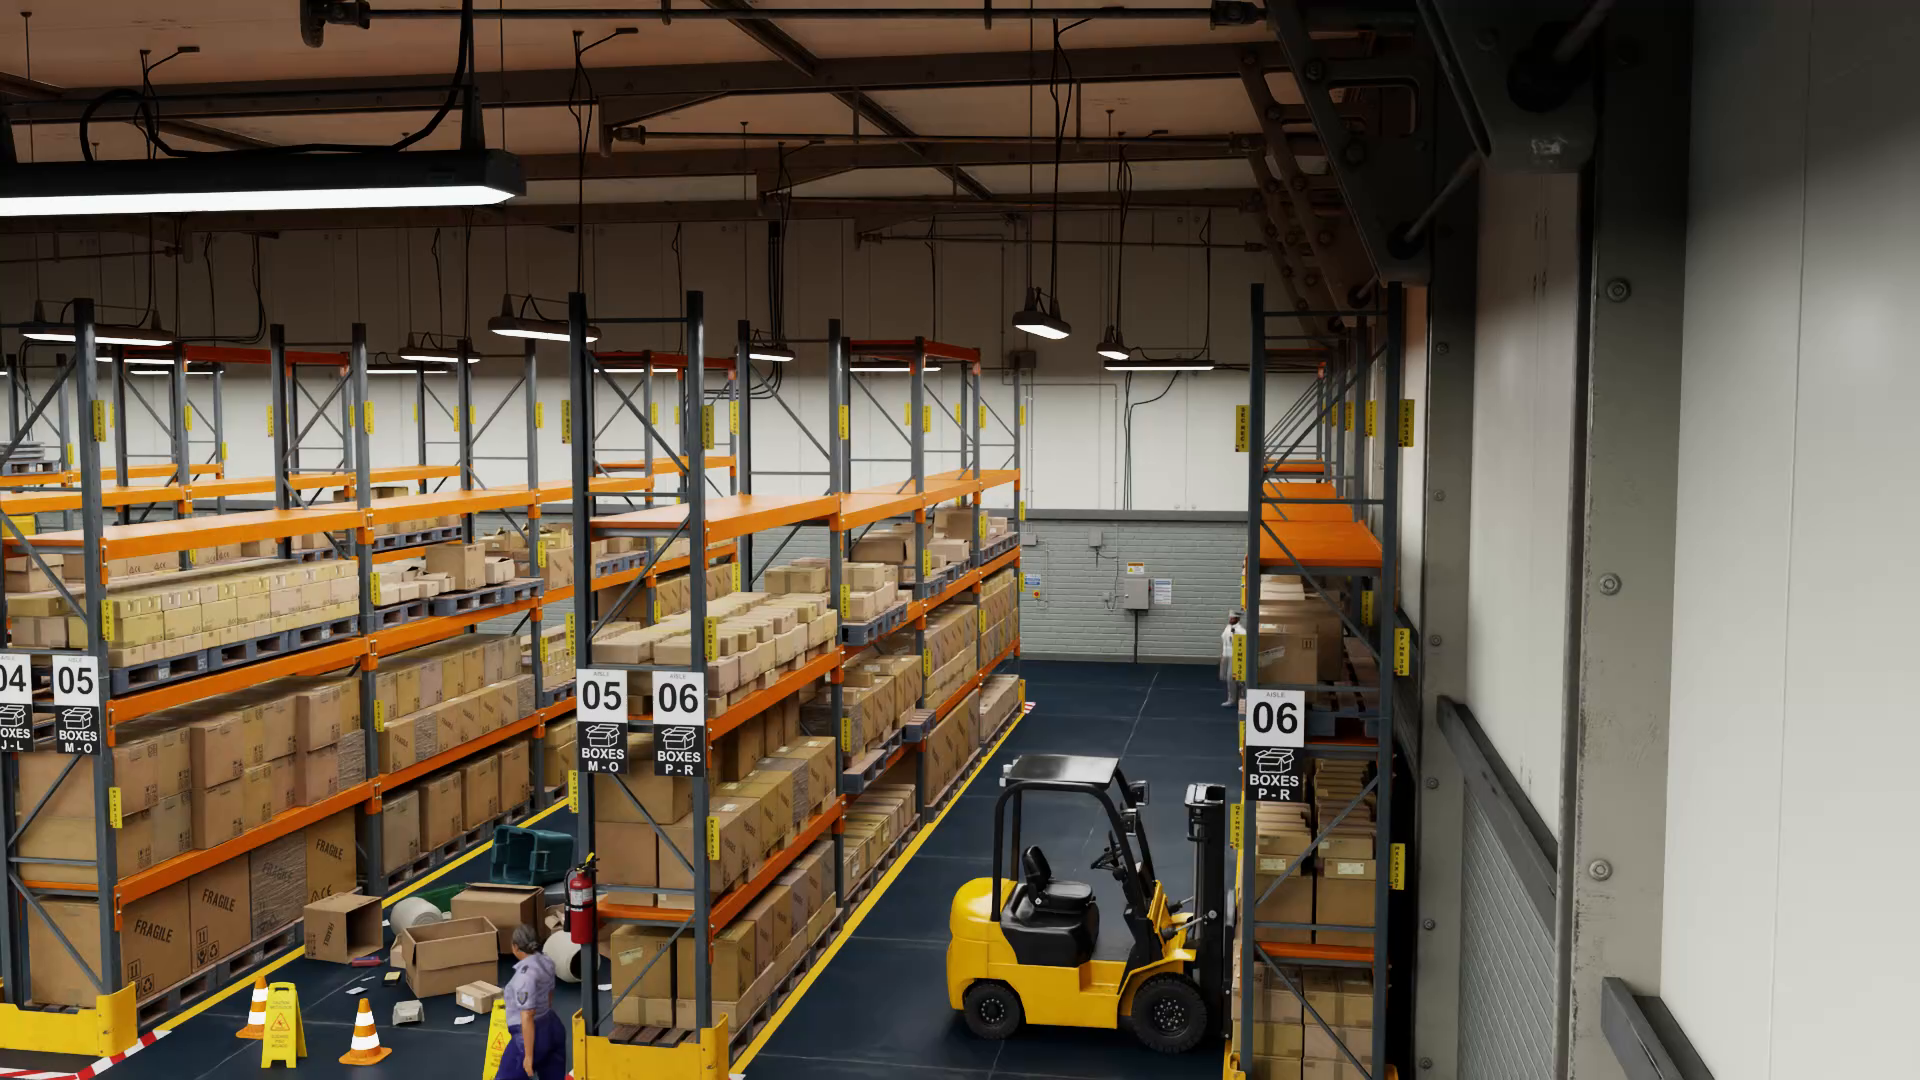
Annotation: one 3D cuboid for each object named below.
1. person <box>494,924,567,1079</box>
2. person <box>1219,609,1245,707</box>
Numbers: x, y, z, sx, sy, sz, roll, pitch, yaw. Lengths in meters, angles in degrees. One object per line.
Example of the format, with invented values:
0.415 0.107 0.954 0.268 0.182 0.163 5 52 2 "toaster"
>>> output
-2.941 3.442 11.454 0.853 1.614 0.516 1 5 12 "person"
4.728 2.009 28.614 0.625 1.662 0.459 -3 5 -32 "person"
